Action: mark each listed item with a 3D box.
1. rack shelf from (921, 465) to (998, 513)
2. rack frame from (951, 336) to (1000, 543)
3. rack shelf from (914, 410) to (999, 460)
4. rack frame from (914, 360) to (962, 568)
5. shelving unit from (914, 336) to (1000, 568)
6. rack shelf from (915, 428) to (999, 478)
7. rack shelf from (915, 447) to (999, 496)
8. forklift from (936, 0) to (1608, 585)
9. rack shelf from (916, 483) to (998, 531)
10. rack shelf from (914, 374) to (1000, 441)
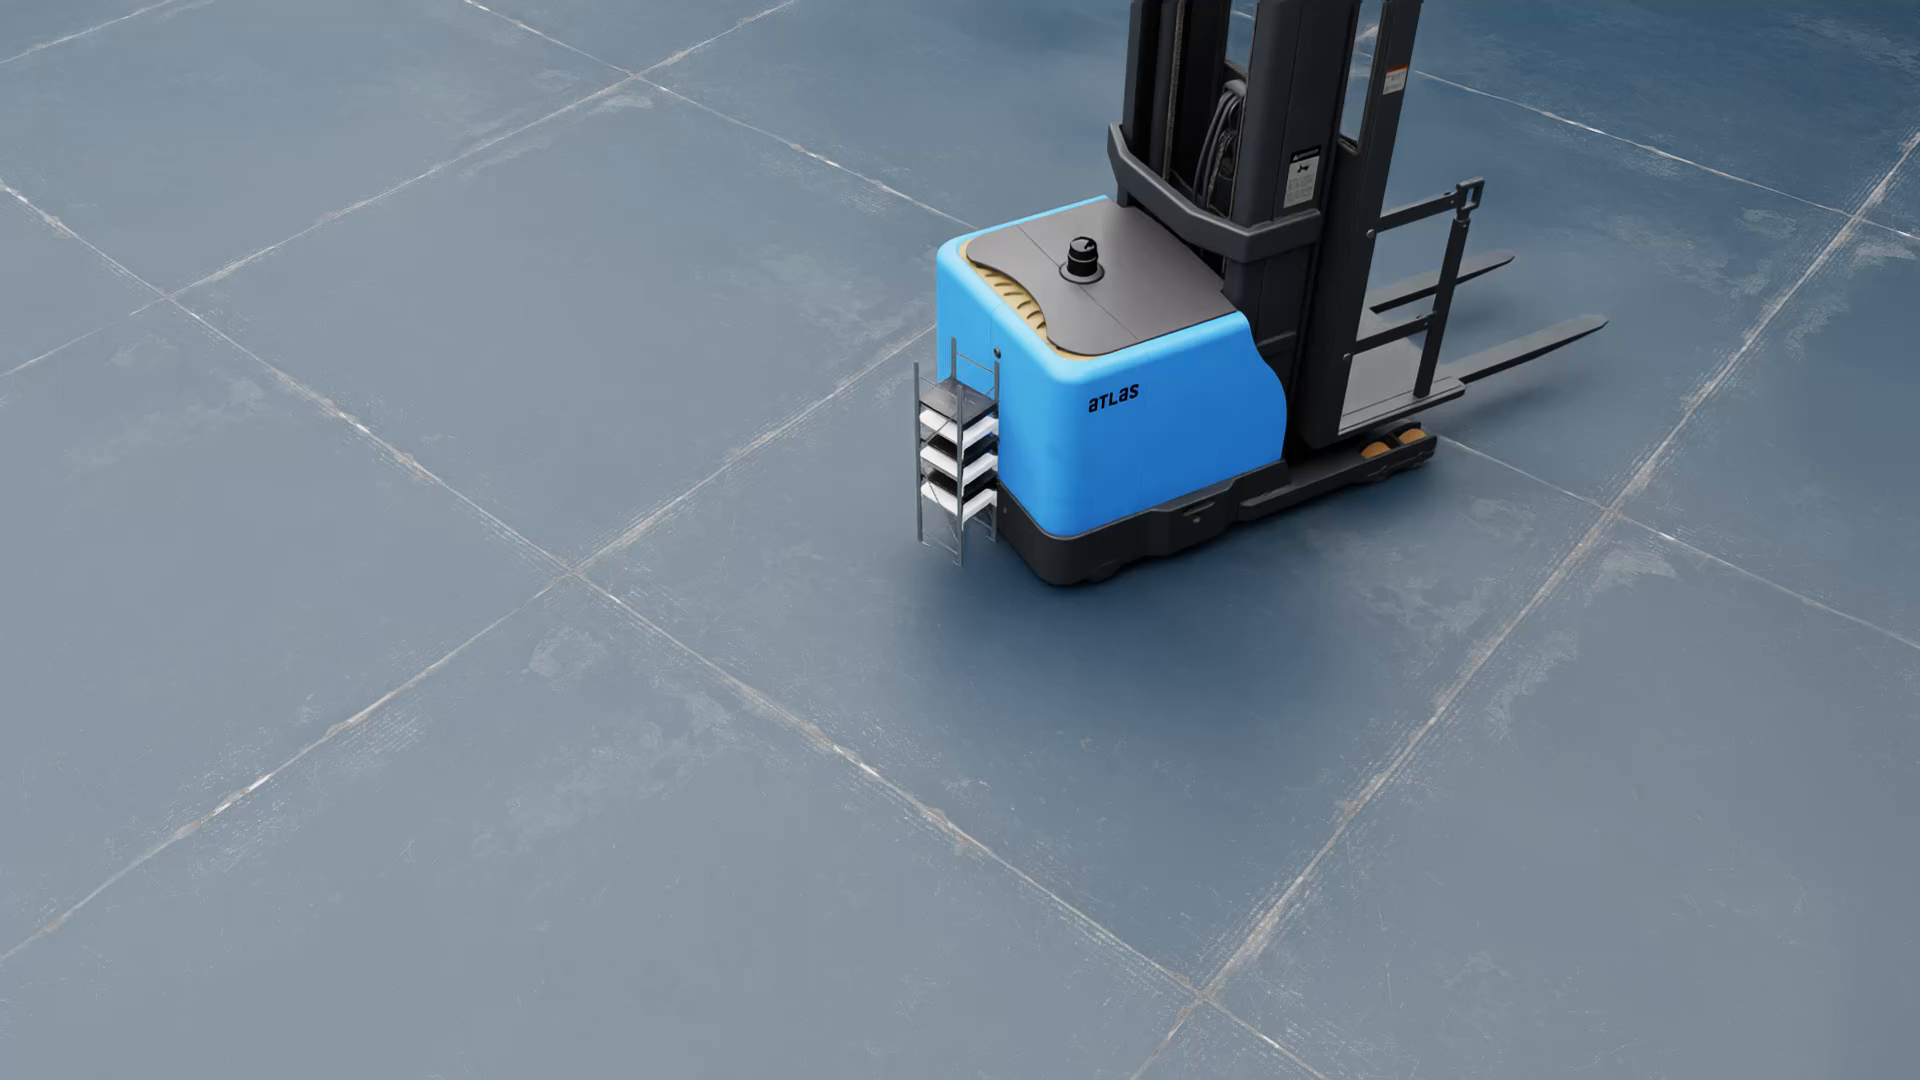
[{"bbox_3d":[-0.012,-0.236,6.524,0.258,0.077,0.200,32,51,30],"label":"rack shelf"},{"bbox_3d":[0.057,-0.377,6.496,0.240,0.900,0.006,32,51,30],"label":"rack frame"},{"bbox_3d":[-0.012,-0.436,6.342,0.258,0.077,0.200,32,51,30],"label":"rack shelf"},{"bbox_3d":[-0.081,-0.277,6.386,0.240,0.900,0.006,32,51,30],"label":"rack frame"},{"bbox_3d":[-0.012,-0.327,6.441,0.258,0.900,0.210,32,51,30],"label":"shelving unit"},{"bbox_3d":[-0.012,-0.369,6.403,0.258,0.077,0.200,32,51,30],"label":"rack shelf"},{"bbox_3d":[-0.012,-0.302,6.463,0.258,0.077,0.200,32,51,30],"label":"rack shelf"},{"bbox_3d":[1.439,-1.624,6.358,3.031,2.935,1.130,-20,46,-21],"label":"forklift"},{"bbox_3d":[-0.012,-0.169,6.584,0.258,0.077,0.200,32,51,30],"label":"rack shelf"},{"bbox_3d":[-0.012,-0.502,6.282,0.258,0.077,0.200,32,51,30],"label":"rack shelf"}]
